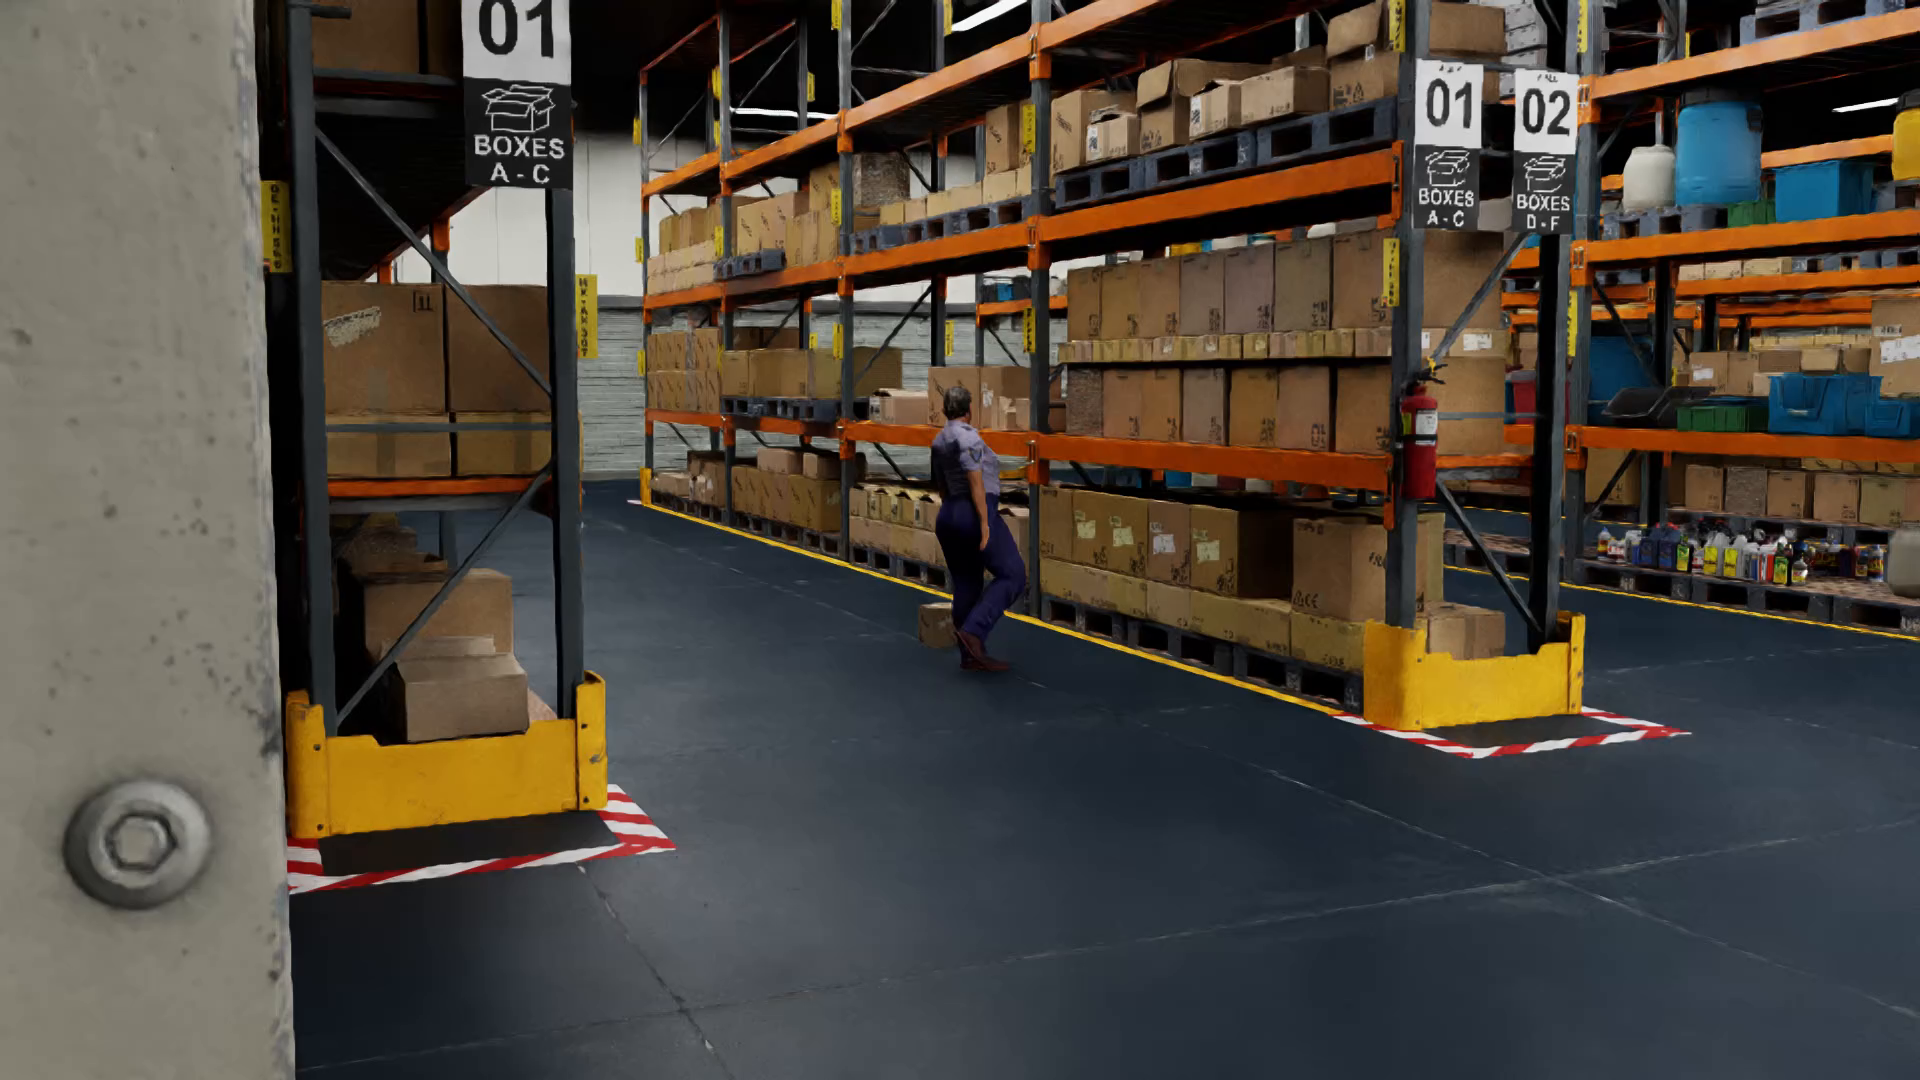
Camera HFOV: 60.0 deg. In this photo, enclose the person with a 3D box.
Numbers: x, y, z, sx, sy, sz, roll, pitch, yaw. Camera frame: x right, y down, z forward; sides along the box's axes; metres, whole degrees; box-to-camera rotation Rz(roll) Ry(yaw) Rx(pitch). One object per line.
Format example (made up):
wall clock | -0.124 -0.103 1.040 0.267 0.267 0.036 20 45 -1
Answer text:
person | 0.088 -0.062 9.600 0.441 1.652 0.636 -3 6 -30
